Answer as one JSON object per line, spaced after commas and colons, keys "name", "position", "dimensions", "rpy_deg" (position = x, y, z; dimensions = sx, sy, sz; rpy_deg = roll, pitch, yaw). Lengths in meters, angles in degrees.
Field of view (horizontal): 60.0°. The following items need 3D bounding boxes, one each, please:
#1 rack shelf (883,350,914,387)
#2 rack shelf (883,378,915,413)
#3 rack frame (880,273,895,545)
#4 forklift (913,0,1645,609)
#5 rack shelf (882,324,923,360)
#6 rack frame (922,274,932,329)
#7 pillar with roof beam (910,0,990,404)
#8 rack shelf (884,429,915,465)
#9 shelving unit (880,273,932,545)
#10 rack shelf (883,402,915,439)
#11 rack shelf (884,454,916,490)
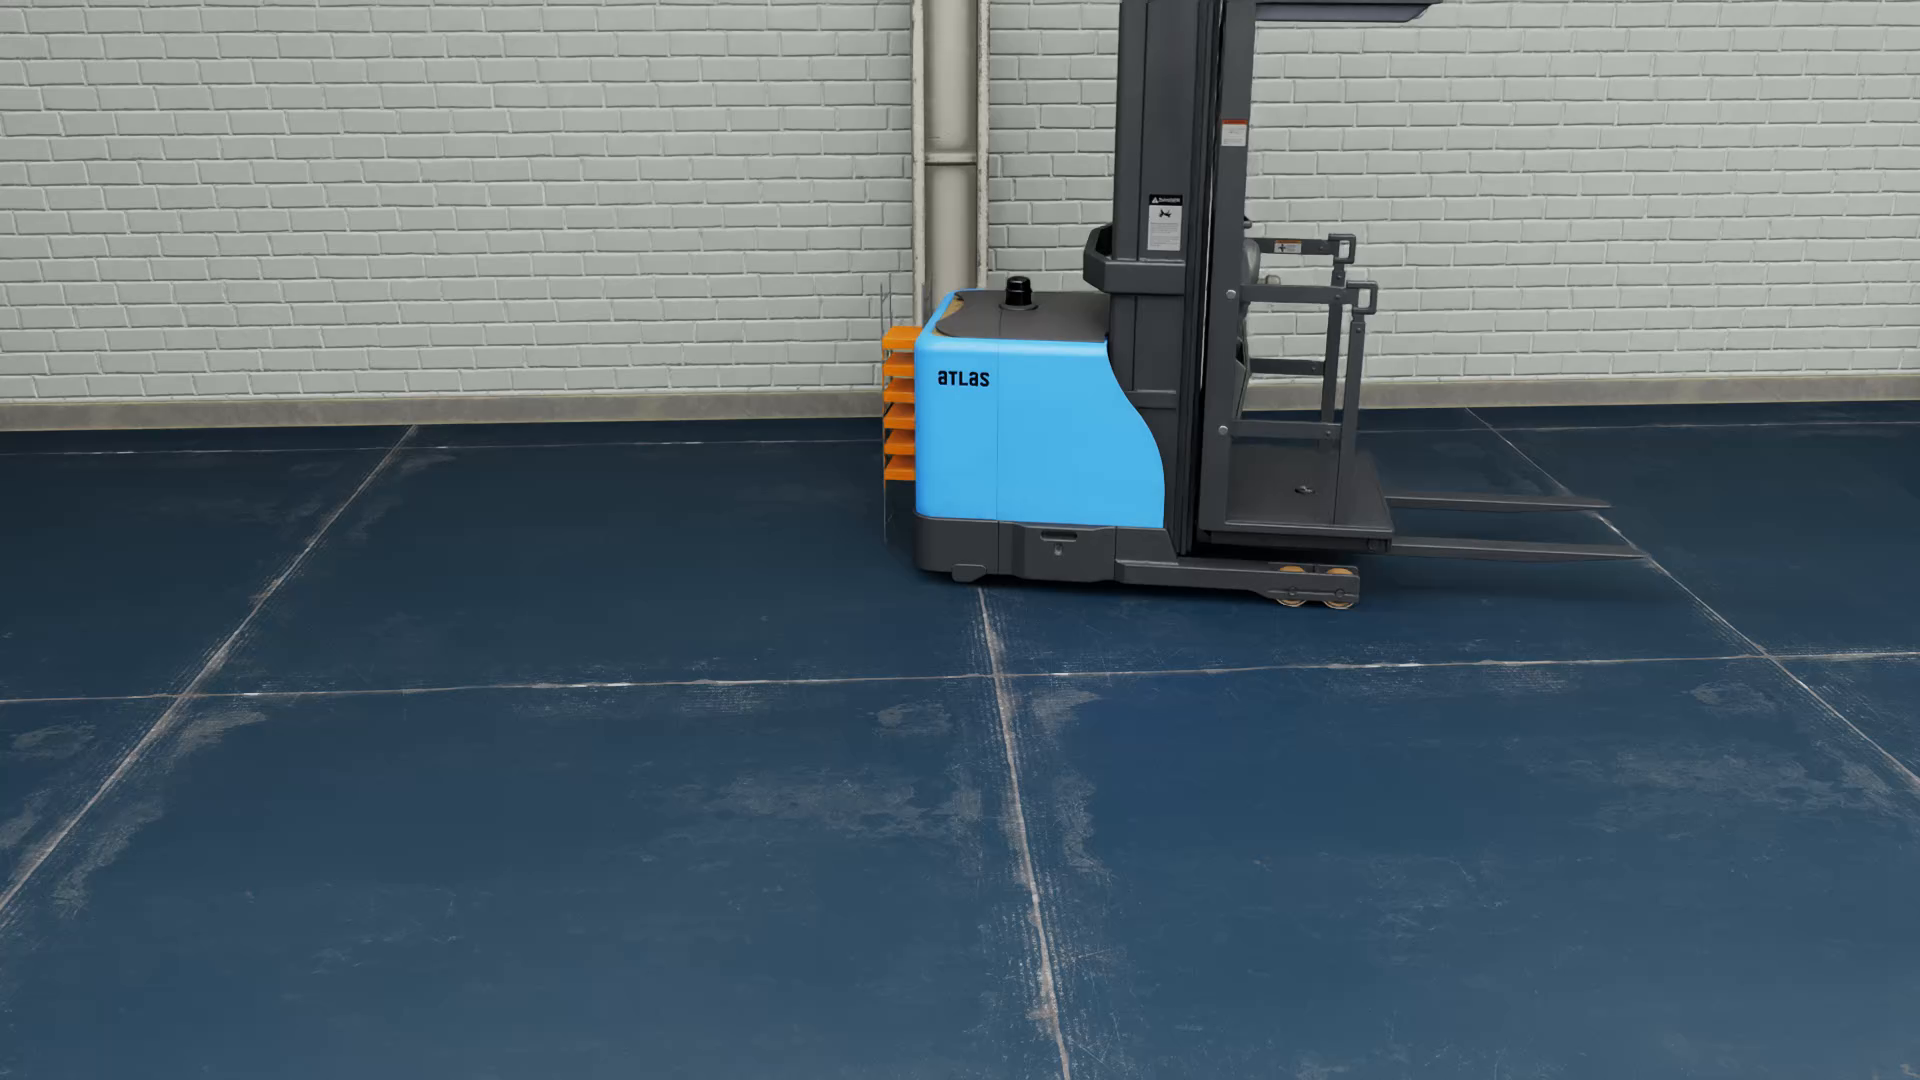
{"name": "rack shelf", "position": [-0.232, -0.758, 7.377], "dimensions": [0.180, 0.103, 0.258], "rpy_deg": [3, 21, 7]}
{"name": "rack shelf", "position": [-0.232, -0.646, 7.419], "dimensions": [0.180, 0.103, 0.258], "rpy_deg": [3, 21, 7]}
{"name": "rack frame", "position": [-0.323, -0.580, 7.458], "dimensions": [0.006, 1.200, 0.240], "rpy_deg": [3, 21, 7]}
{"name": "forklift", "position": [1.357, -1.286, 6.879], "dimensions": [3.031, 2.935, 1.130], "rpy_deg": [3, 21, 7]}
{"name": "rack shelf", "position": [-0.232, -0.870, 7.334], "dimensions": [0.180, 0.103, 0.258], "rpy_deg": [3, 21, 7]}
{"name": "rack frame", "position": [-0.142, -0.571, 7.435], "dimensions": [0.006, 1.200, 0.240], "rpy_deg": [3, 21, 7]}
{"name": "pillar with roof beam", "position": [0.191, -3.342, 3.751], "dimensions": [0.400, 9.000, 9.100], "rpy_deg": [-1, 21, -3]}
{"name": "rack shelf", "position": [-0.232, -0.422, 7.505], "dimensions": [0.180, 0.103, 0.258], "rpy_deg": [3, 21, 7]}
{"name": "shelving unit", "position": [-0.232, -0.575, 7.446], "dimensions": [0.189, 1.200, 0.258], "rpy_deg": [3, 21, 7]}
{"name": "rack shelf", "position": [-0.232, -0.534, 7.462], "dimensions": [0.180, 0.103, 0.258], "rpy_deg": [3, 21, 7]}
{"name": "rack shelf", "position": [-0.232, -0.310, 7.547], "dimensions": [0.180, 0.103, 0.258], "rpy_deg": [3, 21, 7]}
